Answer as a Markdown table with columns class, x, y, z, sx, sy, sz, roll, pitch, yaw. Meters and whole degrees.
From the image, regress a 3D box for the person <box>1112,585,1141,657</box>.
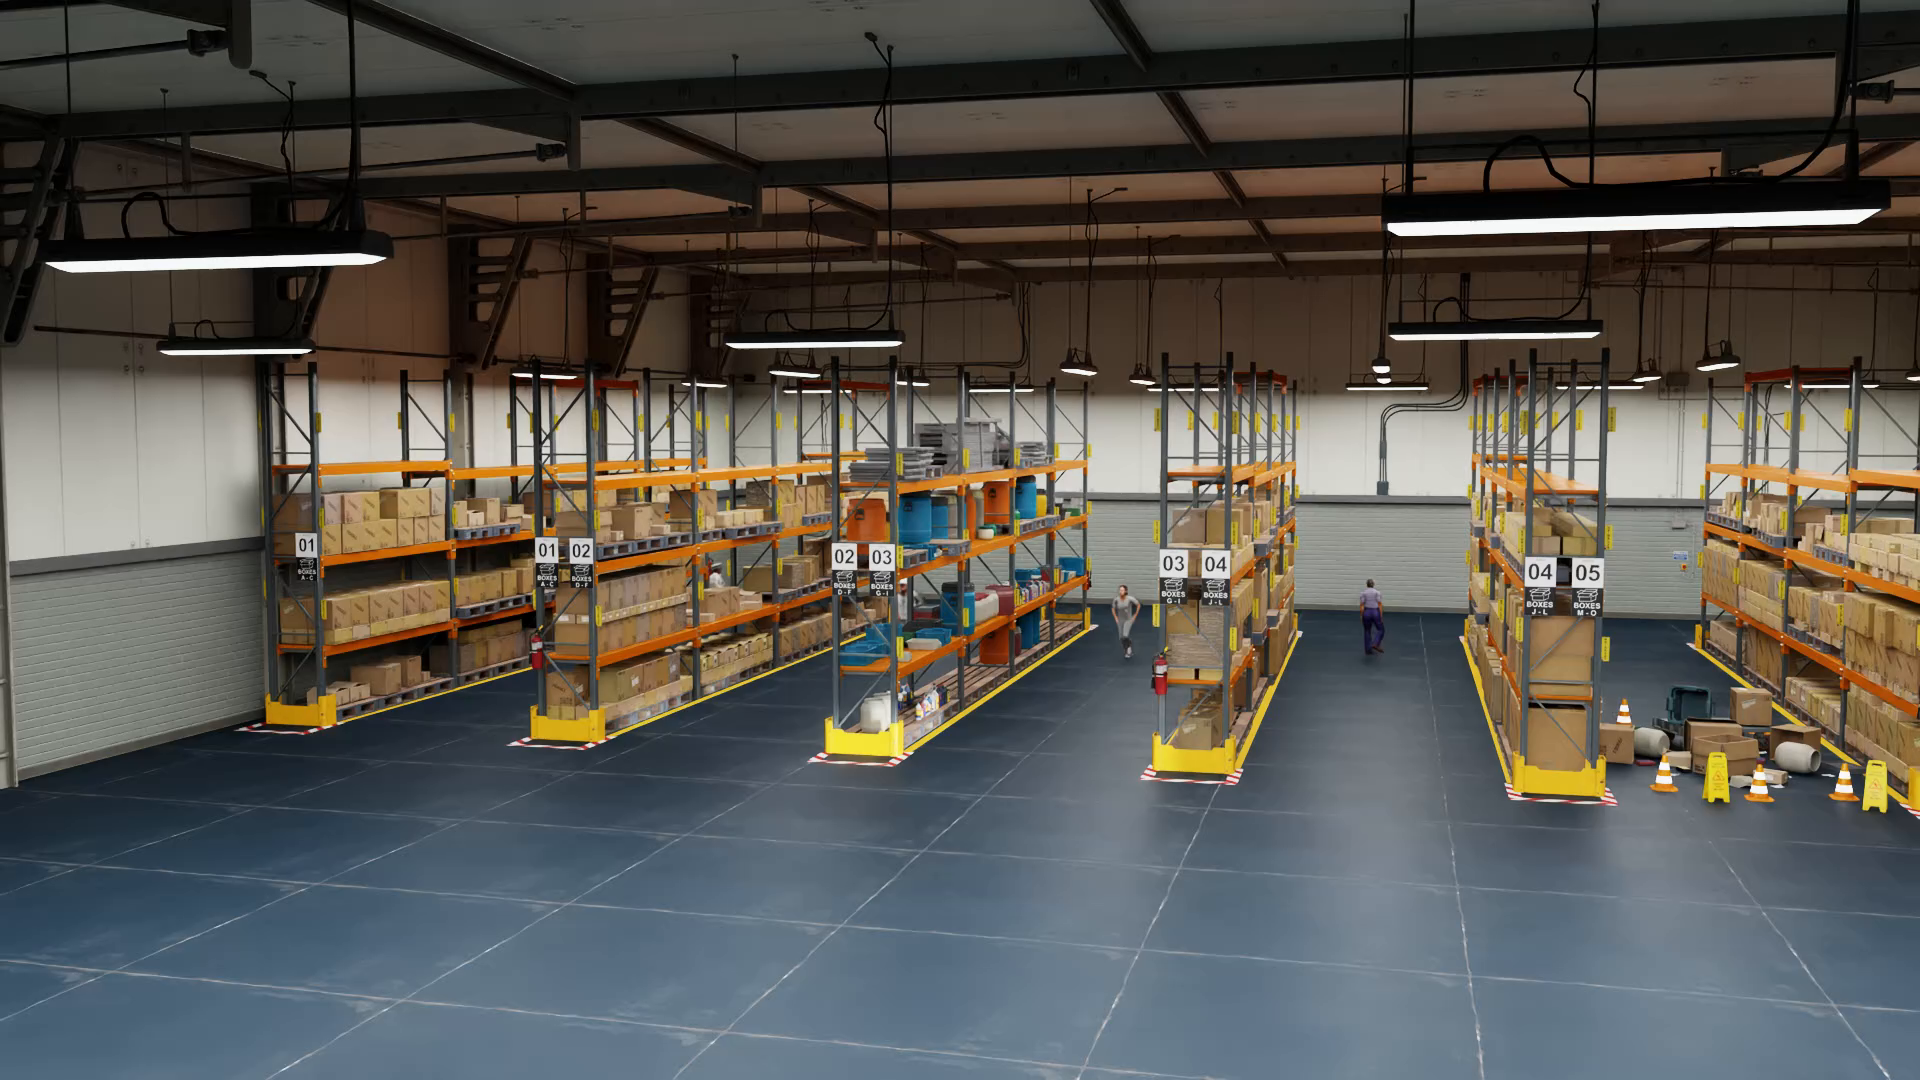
| class | x | y | z | sx | sy | sz | roll | pitch | yaw |
| --- | --- | --- | --- | --- | --- | --- | --- | --- | --- |
| person | 3.541 | 1.729 | 35.347 | 0.599 | 1.583 | 0.699 | 2 | 4 | 24 |

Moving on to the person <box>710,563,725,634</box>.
| class | x | y | z | sx | sy | sz | roll | pitch | yaw |
| --- | --- | --- | --- | --- | --- | --- | --- | --- | --- |
| person | -5.804 | 1.389 | 39.489 | 0.443 | 1.679 | 0.517 | -3 | 5 | -32 |

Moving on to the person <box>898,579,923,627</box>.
| class | x | y | z | sx | sy | sz | roll | pitch | yaw |
| --- | --- | --- | --- | --- | --- | --- | --- | --- | --- |
| person | -1.133 | 1.647 | 35.742 | 0.656 | 1.684 | 0.729 | 2 | 4 | 23 |

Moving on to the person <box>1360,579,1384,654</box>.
| class | x | y | z | sx | sy | sz | roll | pitch | yaw |
| --- | --- | --- | --- | --- | --- | --- | --- | --- | --- |
| person | 8.899 | 1.659 | 35.890 | 0.556 | 1.642 | 0.496 | 2 | 4 | 24 |
